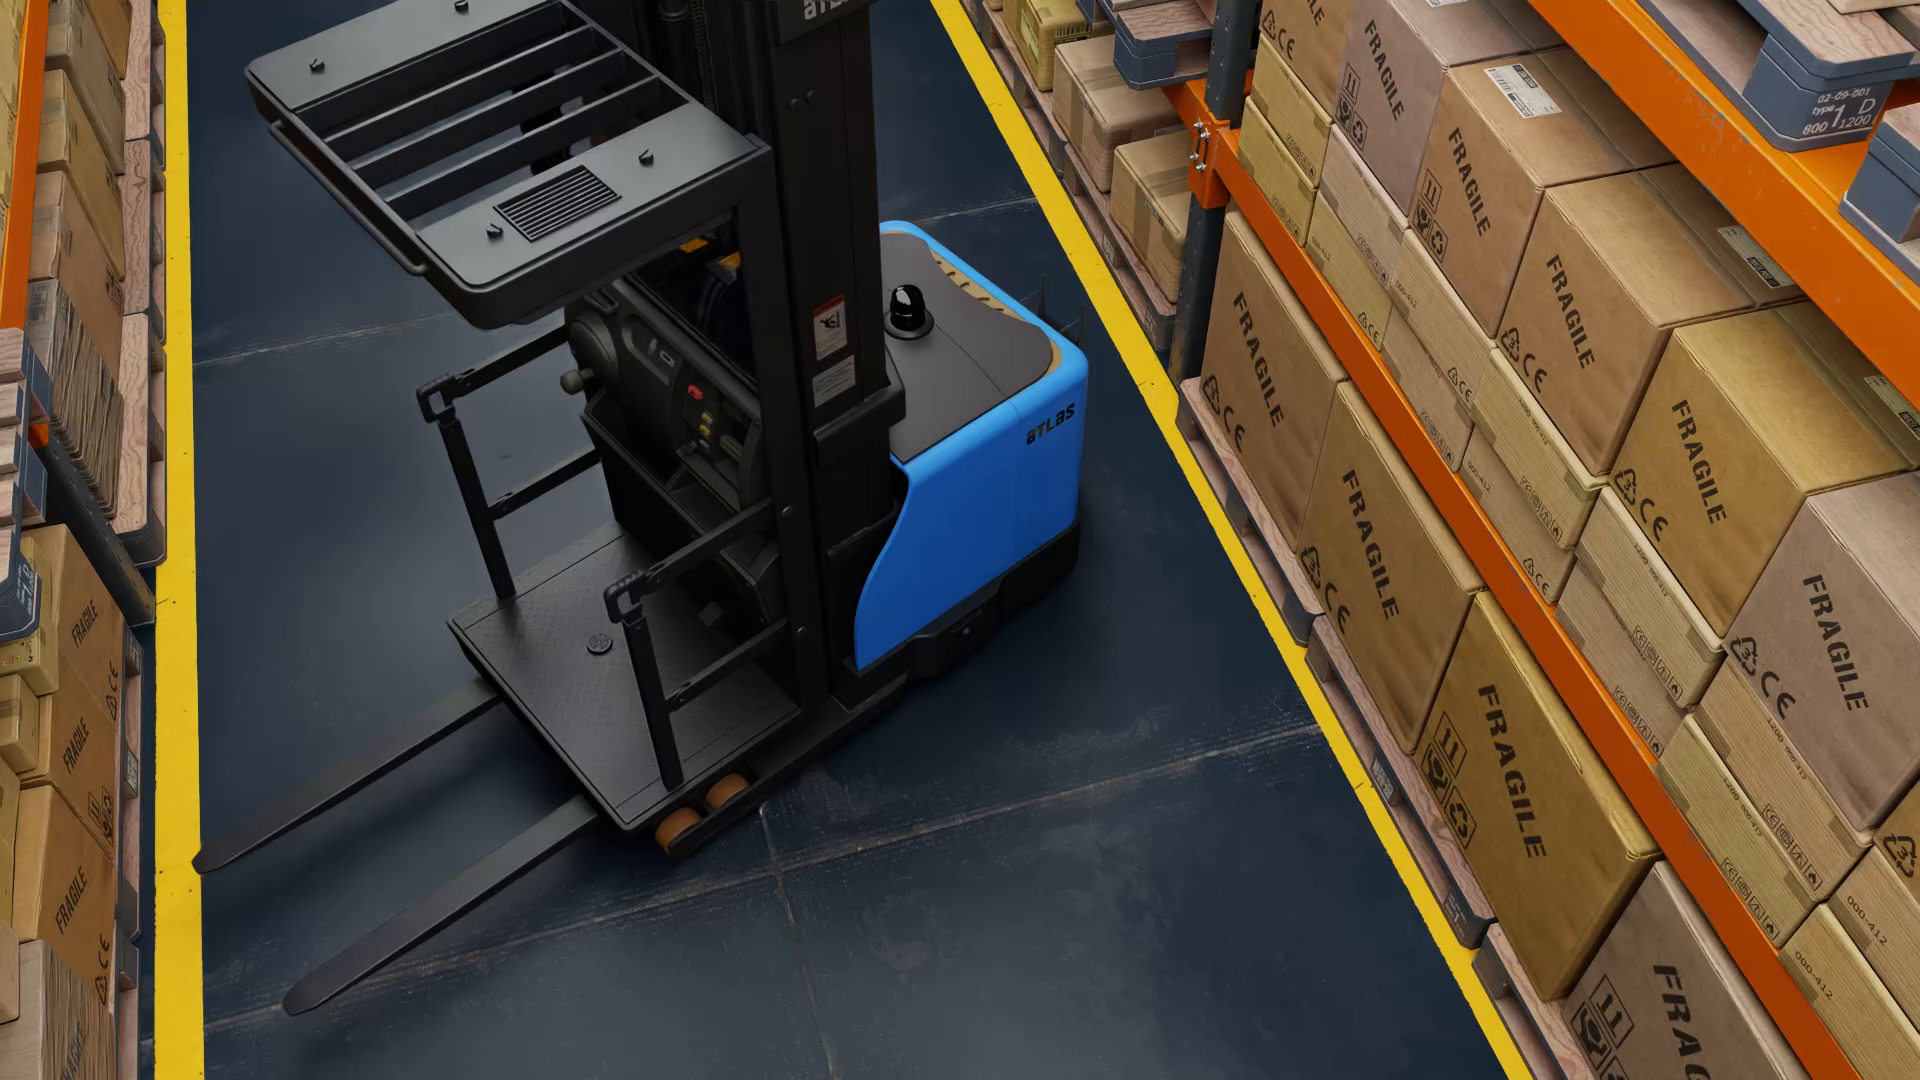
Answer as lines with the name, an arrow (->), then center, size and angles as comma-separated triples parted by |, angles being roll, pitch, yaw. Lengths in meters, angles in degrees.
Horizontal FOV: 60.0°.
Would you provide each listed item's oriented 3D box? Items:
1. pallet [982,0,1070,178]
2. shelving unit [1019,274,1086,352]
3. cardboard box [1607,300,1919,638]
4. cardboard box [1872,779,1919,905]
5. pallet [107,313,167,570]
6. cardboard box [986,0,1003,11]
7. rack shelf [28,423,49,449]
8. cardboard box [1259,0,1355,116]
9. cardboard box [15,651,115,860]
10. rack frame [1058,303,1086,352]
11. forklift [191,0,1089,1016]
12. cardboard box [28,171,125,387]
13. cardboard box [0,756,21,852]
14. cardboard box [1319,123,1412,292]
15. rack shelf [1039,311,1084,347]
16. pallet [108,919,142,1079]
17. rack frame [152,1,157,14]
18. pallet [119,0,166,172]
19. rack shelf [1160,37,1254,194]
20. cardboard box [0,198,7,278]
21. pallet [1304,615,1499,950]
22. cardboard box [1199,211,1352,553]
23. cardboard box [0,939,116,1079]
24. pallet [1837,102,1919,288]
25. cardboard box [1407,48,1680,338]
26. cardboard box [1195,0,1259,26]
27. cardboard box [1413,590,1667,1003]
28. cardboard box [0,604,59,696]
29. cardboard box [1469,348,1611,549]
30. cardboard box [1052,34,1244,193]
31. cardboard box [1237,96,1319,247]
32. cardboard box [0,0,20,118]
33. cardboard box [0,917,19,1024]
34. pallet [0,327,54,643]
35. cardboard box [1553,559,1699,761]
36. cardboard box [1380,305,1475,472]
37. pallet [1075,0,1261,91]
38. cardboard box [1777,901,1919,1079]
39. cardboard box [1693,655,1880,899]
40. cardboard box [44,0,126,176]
pallet -> 0.759, -2.280, 8.034 | 1.003, 0.211, 1.213 | -13, 51, -11
shelving unit -> 0.278, -0.528, 6.107 | 0.258, 0.900, 0.210 | -34, 58, -25
cardboard box -> 1.866, -0.172, 3.714 | 0.500, 0.500, 0.500 | -12, 51, -10
cardboard box -> 2.157, 0.579, 3.081 | 0.500, 0.500, 0.500 | -12, 51, -10
pallet -> -3.601, -0.305, 6.369 | 1.003, 0.211, 1.213 | -13, 51, -11
cardboard box -> 0.537, -3.022, 8.279 | 0.950, 0.372, 0.625 | -10, 51, -9
rack shelf -> -2.803, 1.099, 3.832 | 1.077, 0.370, 4.000 | -13, 51, -11
cardboard box -> 1.258, -1.658, 4.966 | 0.500, 0.500, 0.500 | -15, 51, -12
cardboard box -> -2.926, 0.705, 5.054 | 0.500, 0.500, 0.500 | -14, 51, -12
rack frame -> 0.345, -0.470, 6.057 | 0.240, 0.900, 0.006 | -34, 58, -25
forklift -> -1.010, -0.378, 4.652 | 3.031, 2.935, 1.130 | -34, 58, -25
cardboard box -> -3.766, -0.898, 6.323 | 0.875, 0.625, 0.625 | -12, 51, -10
cardboard box -> -2.826, 0.769, 4.576 | 0.380, 0.149, 0.250 | -12, 51, -10
cardboard box -> 1.412, -1.028, 4.926 | 0.500, 0.250, 0.500 | -12, 51, -10
rack shelf -> 0.279, -0.681, 5.926 | 0.258, 0.077, 0.200 | -34, 58, -25
pallet -> -2.853, 1.748, 4.638 | 1.003, 0.211, 1.213 | -13, 51, -11
rack frame -> -4.577, -3.515, 7.251 | 1.000, 3.000, 0.127 | -13, 51, -11
pallet -> -4.322, -2.087, 7.871 | 1.003, 0.211, 1.213 | -13, 51, -11
rack shelf -> 0.755, -2.948, 7.243 | 1.077, 0.370, 4.000 | -13, 51, -11
cardboard box -> -3.292, -0.925, 5.166 | 0.500, 0.250, 0.500 | -13, 51, -11
pallet -> 1.864, 0.662, 5.553 | 1.003, 0.211, 1.213 | -13, 51, -11
cardboard box -> 1.471, -0.646, 5.948 | 0.875, 0.875, 0.875 | -14, 51, -11
cardboard box -> -2.597, 1.462, 4.416 | 0.500, 0.500, 0.500 | -15, 51, -12
pallet -> 2.211, -0.361, 2.756 | 0.805, 0.209, 1.217 | -15, 52, -12
cardboard box -> 1.553, -0.916, 4.341 | 0.500, 0.500, 0.500 | -12, 51, -10
cardboard box -> 1.024, -1.959, 5.829 | 0.380, 0.149, 0.250 | -12, 51, -10
cardboard box -> 1.995, 0.660, 4.847 | 0.875, 0.875, 0.875 | -12, 51, -10
cardboard box -> -2.896, 0.363, 4.918 | 0.380, 0.149, 0.250 | -16, 52, -13
cardboard box -> 1.685, -0.288, 4.302 | 0.500, 0.250, 0.500 | -13, 51, -10
cardboard box -> 0.963, -1.959, 7.384 | 0.950, 0.372, 0.625 | -14, 51, -12
cardboard box -> 1.251, -1.256, 5.445 | 0.500, 0.250, 0.500 | -14, 51, -12
cardboard box -> -3.595, -1.668, 5.792 | 0.500, 0.250, 0.500 | -15, 51, -12
cardboard box -> -2.641, 1.146, 4.258 | 0.380, 0.149, 0.250 | -16, 52, -13
pallet -> -3.127, -0.053, 4.458 | 1.213, 0.211, 1.003 | -13, 51, -11
cardboard box -> 1.875, 0.235, 4.188 | 0.500, 0.250, 0.500 | -15, 51, -12
cardboard box -> 1.569, -0.500, 4.808 | 0.500, 0.250, 0.500 | -12, 51, -10
pallet -> 1.034, -2.153, 6.229 | 1.213, 0.211, 1.003 | -13, 51, -11
cardboard box -> 2.156, 0.981, 3.560 | 0.500, 0.250, 0.500 | -14, 51, -12
cardboard box -> 2.012, 0.460, 3.672 | 0.500, 0.250, 0.500 | -12, 51, -10
cardboard box -> -4.190, -1.938, 7.200 | 0.875, 0.625, 0.625 | -14, 51, -11
